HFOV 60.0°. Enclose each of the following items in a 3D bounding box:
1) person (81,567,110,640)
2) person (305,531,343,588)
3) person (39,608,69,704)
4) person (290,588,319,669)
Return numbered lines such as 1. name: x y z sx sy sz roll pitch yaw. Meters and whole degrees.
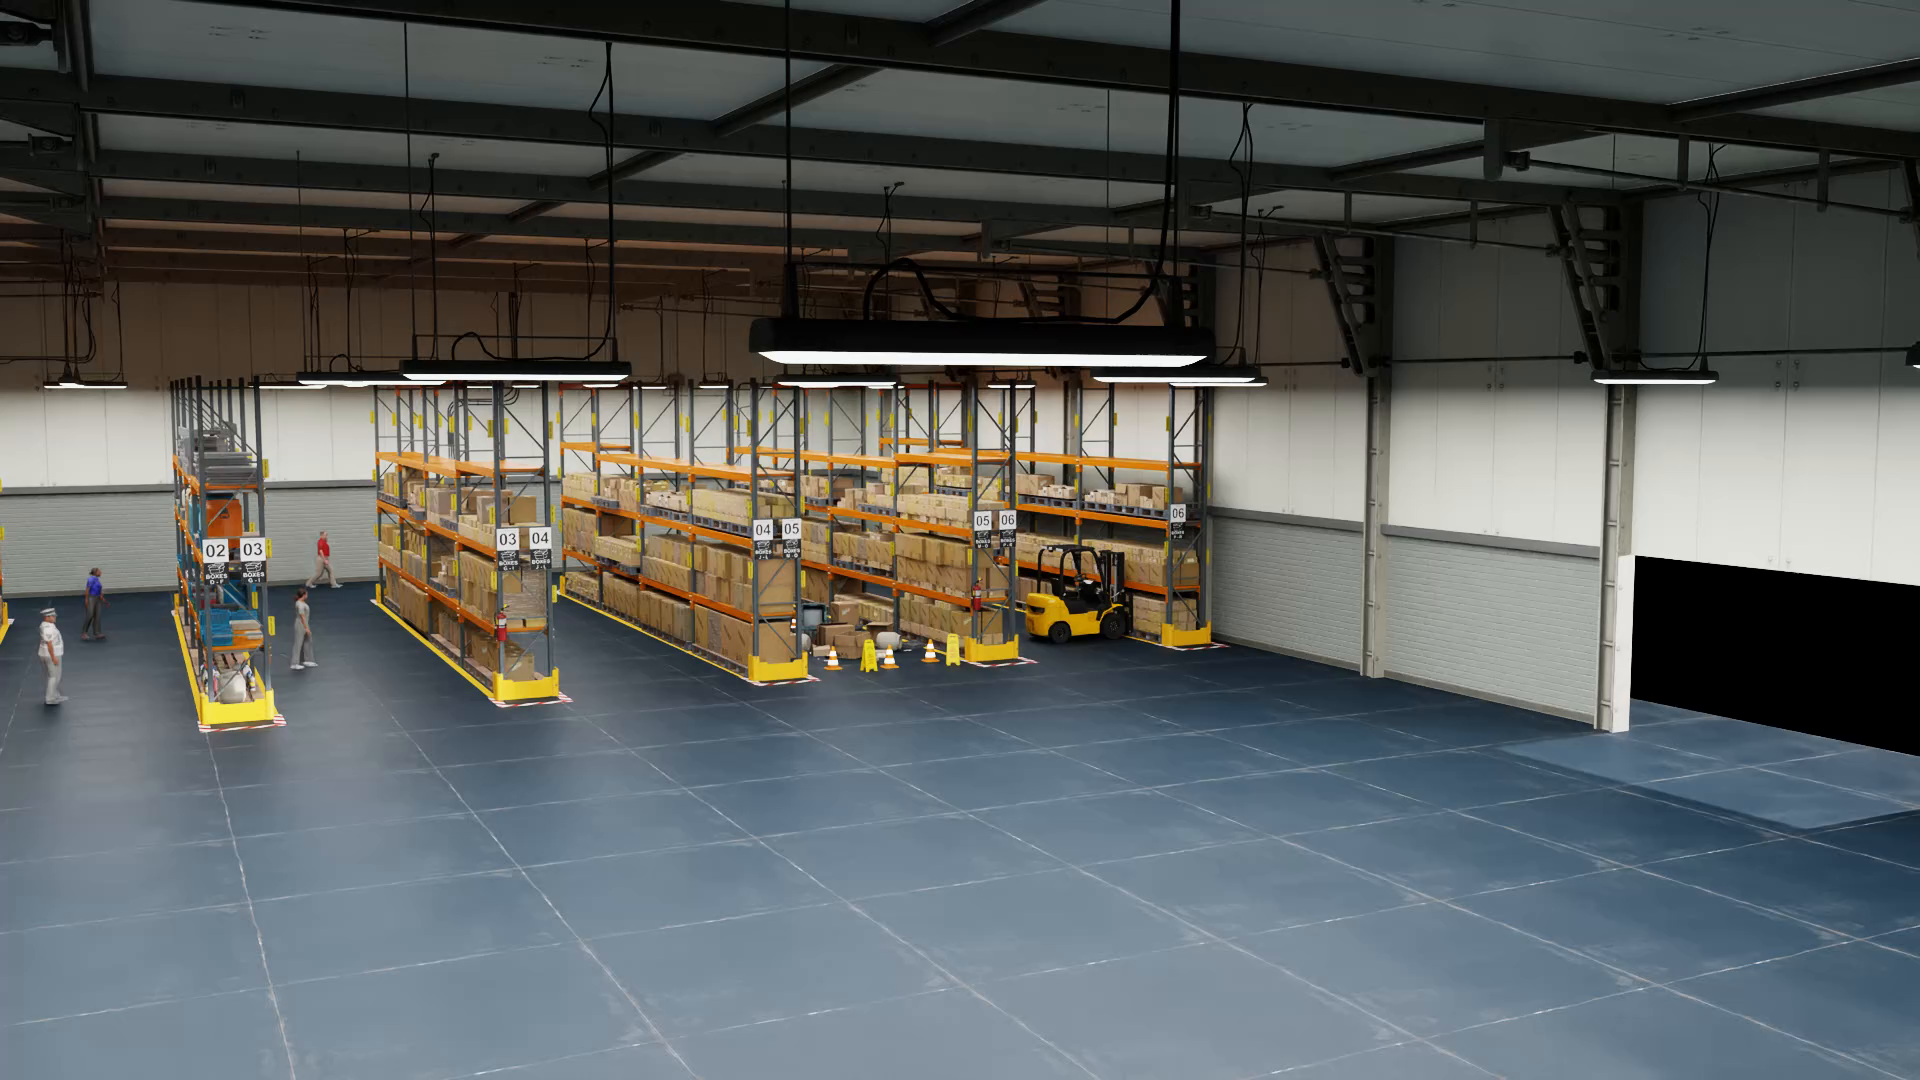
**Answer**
1. person: -20.113 1.479 38.610 0.421 1.647 0.658 1 5 9
2. person: -18.513 0.583 48.353 1.017 1.681 0.605 -1 5 -10
3. person: -16.687 2.130 30.642 0.544 1.765 0.569 4 6 35
4. person: -13.637 1.838 34.511 0.491 1.710 0.598 -1 5 -12
